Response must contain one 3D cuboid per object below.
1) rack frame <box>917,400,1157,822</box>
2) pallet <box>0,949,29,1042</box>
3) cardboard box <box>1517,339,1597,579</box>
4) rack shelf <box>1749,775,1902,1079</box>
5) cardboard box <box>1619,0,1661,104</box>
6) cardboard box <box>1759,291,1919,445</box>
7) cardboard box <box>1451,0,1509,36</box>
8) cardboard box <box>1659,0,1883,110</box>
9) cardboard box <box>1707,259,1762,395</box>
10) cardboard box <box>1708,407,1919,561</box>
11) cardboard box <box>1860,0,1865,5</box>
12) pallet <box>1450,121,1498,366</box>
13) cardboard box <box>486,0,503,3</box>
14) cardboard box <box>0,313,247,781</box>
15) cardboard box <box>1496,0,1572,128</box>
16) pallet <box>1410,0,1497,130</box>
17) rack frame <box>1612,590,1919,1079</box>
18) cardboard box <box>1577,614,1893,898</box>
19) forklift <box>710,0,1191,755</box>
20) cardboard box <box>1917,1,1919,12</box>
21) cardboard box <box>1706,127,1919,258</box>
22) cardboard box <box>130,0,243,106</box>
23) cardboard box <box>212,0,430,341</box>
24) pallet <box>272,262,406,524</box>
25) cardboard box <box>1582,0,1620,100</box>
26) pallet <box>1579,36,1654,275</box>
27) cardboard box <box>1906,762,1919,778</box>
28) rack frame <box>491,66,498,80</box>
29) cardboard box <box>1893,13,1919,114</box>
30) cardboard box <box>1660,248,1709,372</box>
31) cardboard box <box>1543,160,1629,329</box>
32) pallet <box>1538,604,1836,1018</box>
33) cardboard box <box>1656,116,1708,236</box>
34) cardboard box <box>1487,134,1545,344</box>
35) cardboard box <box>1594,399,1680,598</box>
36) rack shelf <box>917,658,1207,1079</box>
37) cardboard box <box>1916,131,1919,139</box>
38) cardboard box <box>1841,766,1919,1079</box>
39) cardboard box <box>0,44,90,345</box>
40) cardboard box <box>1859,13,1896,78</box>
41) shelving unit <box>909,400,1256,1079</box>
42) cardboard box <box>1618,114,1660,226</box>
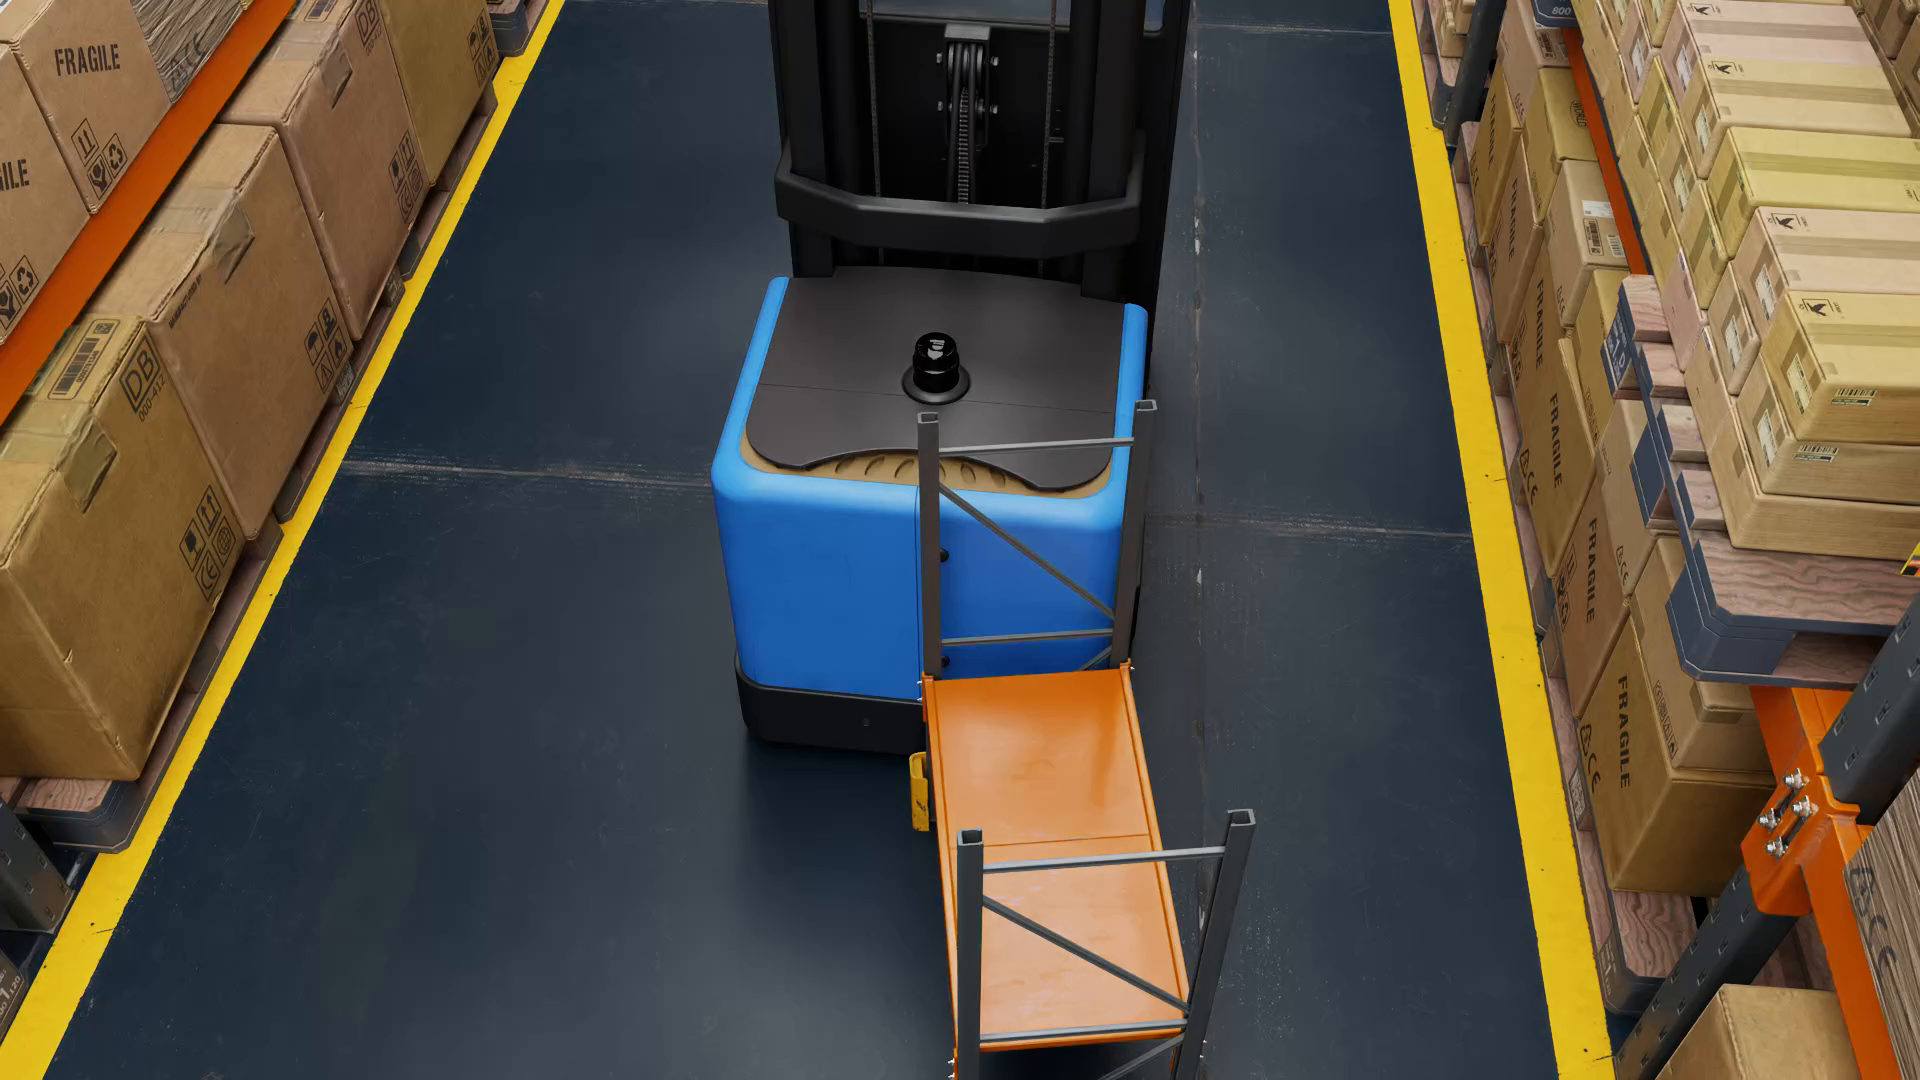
[{"bbox_3d":[0.161,0.238,4.016,0.500,1.500,0.032,-3,48,-3],"label":"rack frame"},{"bbox_3d":[-2.910,1.450,3.781,1.003,0.211,1.213,4,48,4],"label":"pallet"},{"bbox_3d":[1.976,-0.228,4.835,0.500,0.500,0.500,2,48,2],"label":"cardboard box"},{"bbox_3d":[1.911,2.055,1.826,1.077,0.370,4.000,4,48,4],"label":"rack shelf"},{"bbox_3d":[1.800,-1.157,3.959,0.380,0.149,0.250,5,48,5],"label":"cardboard box"},{"bbox_3d":[1.681,-0.307,2.980,0.380,0.149,0.250,2,48,2],"label":"cardboard box"},{"bbox_3d":[2.170,-2.130,6.611,0.380,0.149,0.250,5,48,4],"label":"cardboard box"},{"bbox_3d":[1.779,-1.057,3.666,0.380,0.149,0.250,4,48,4],"label":"cardboard box"},{"bbox_3d":[1.707,-0.405,3.272,0.380,0.149,0.250,5,48,5],"label":"cardboard box"},{"bbox_3d":[1.680,-0.108,3.202,0.380,0.149,0.250,5,48,4],"label":"cardboard box"},{"bbox_3d":[2.501,-1.480,4.255,0.380,0.149,0.250,4,48,4],"label":"cardboard box"},{"bbox_3d":[2.388,-1.084,6.098,1.003,0.211,1.213,4,48,4],"label":"pallet"},{"bbox_3d":[-2.333,-2.909,7.033,0.875,0.875,0.875,4,48,4],"label":"cardboard box"},{"bbox_3d":[-2.754,0.004,4.369,1.225,0.875,0.875,2,48,2],"label":"cardboard box"},{"bbox_3d":[2.127,-1.623,5.603,0.500,0.250,0.500,2,48,2],"label":"cardboard box"},{"bbox_3d":[2.483,-2.152,7.075,1.003,0.211,1.213,4,48,4],"label":"pallet"},{"bbox_3d":[2.093,0.342,2.904,1.000,3.000,0.127,4,48,4],"label":"rack frame"},{"bbox_3d":[1.893,0.543,4.130,0.500,0.500,0.500,4,48,3],"label":"cardboard box"},{"bbox_3d":[0.076,-1.451,4.590,1.130,2.935,3.031,5,48,5],"label":"forklift"},{"bbox_3d":[2.446,-1.208,3.805,0.380,0.149,0.250,5,48,5],"label":"cardboard box"},{"bbox_3d":[1.730,-0.683,3.325,0.380,0.149,0.250,5,48,5],"label":"cardboard box"},{"bbox_3d":[-2.386,-1.561,4.578,0.500,0.500,0.500,4,48,4],"label":"cardboard box"},{"bbox_3d":[-2.592,-1.301,5.563,1.225,0.875,0.875,2,48,2],"label":"cardboard box"},{"bbox_3d":[-2.576,-0.593,5.649,1.003,0.211,1.213,4,48,4],"label":"pallet"},{"bbox_3d":[1.824,-1.251,4.247,0.380,0.149,0.250,2,48,2],"label":"cardboard box"},{"bbox_3d":[2.233,-1.051,4.308,1.003,0.211,1.213,4,48,4],"label":"pallet"},{"bbox_3d":[2.397,0.301,3.844,0.500,0.250,0.500,2,48,2],"label":"cardboard box"},{"bbox_3d":[-2.473,-3.005,5.966,1.000,3.000,0.127,4,48,4],"label":"rack frame"},{"bbox_3d":[2.453,-1.103,3.910,0.380,0.149,0.250,3,48,3],"label":"cardboard box"},{"bbox_3d":[1.728,-0.480,3.542,0.380,0.149,0.250,5,48,4],"label":"cardboard box"},{"bbox_3d":[2.030,-0.857,4.902,0.500,0.250,0.500,6,48,5],"label":"cardboard box"},{"bbox_3d":[2.166,0.709,4.458,1.003,0.211,1.213,4,48,4],"label":"pallet"},{"bbox_3d":[1.752,-0.782,3.617,0.380,0.149,0.250,4,48,4],"label":"cardboard box"},{"bbox_3d":[2.080,-0.981,5.524,0.500,0.500,0.500,6,48,5],"label":"cardboard box"},{"bbox_3d":[1.929,-0.101,4.211,0.500,0.250,0.500,4,48,4],"label":"cardboard box"},{"bbox_3d":[0.203,0.733,3.807,0.538,0.185,1.000,-3,48,-3],"label":"rack shelf"},{"bbox_3d":[2.428,-0.820,3.853,0.380,0.149,0.250,5,48,5],"label":"cardboard box"},{"bbox_3d":[1.783,0.620,2.582,0.500,0.500,0.500,4,48,4],"label":"cardboard box"},{"bbox_3d":[-2.477,-0.817,3.897,0.500,0.500,0.500,3,48,2],"label":"cardboard box"},{"bbox_3d":[2.479,-1.196,4.196,0.380,0.149,0.250,2,48,2],"label":"cardboard box"},{"bbox_3d":[0.202,0.605,3.680,0.587,1.500,1.083,-3,48,-3],"label":"shelving unit"},{"bbox_3d":[1.777,-0.860,3.890,0.380,0.149,0.250,2,48,2],"label":"cardboard box"}]
